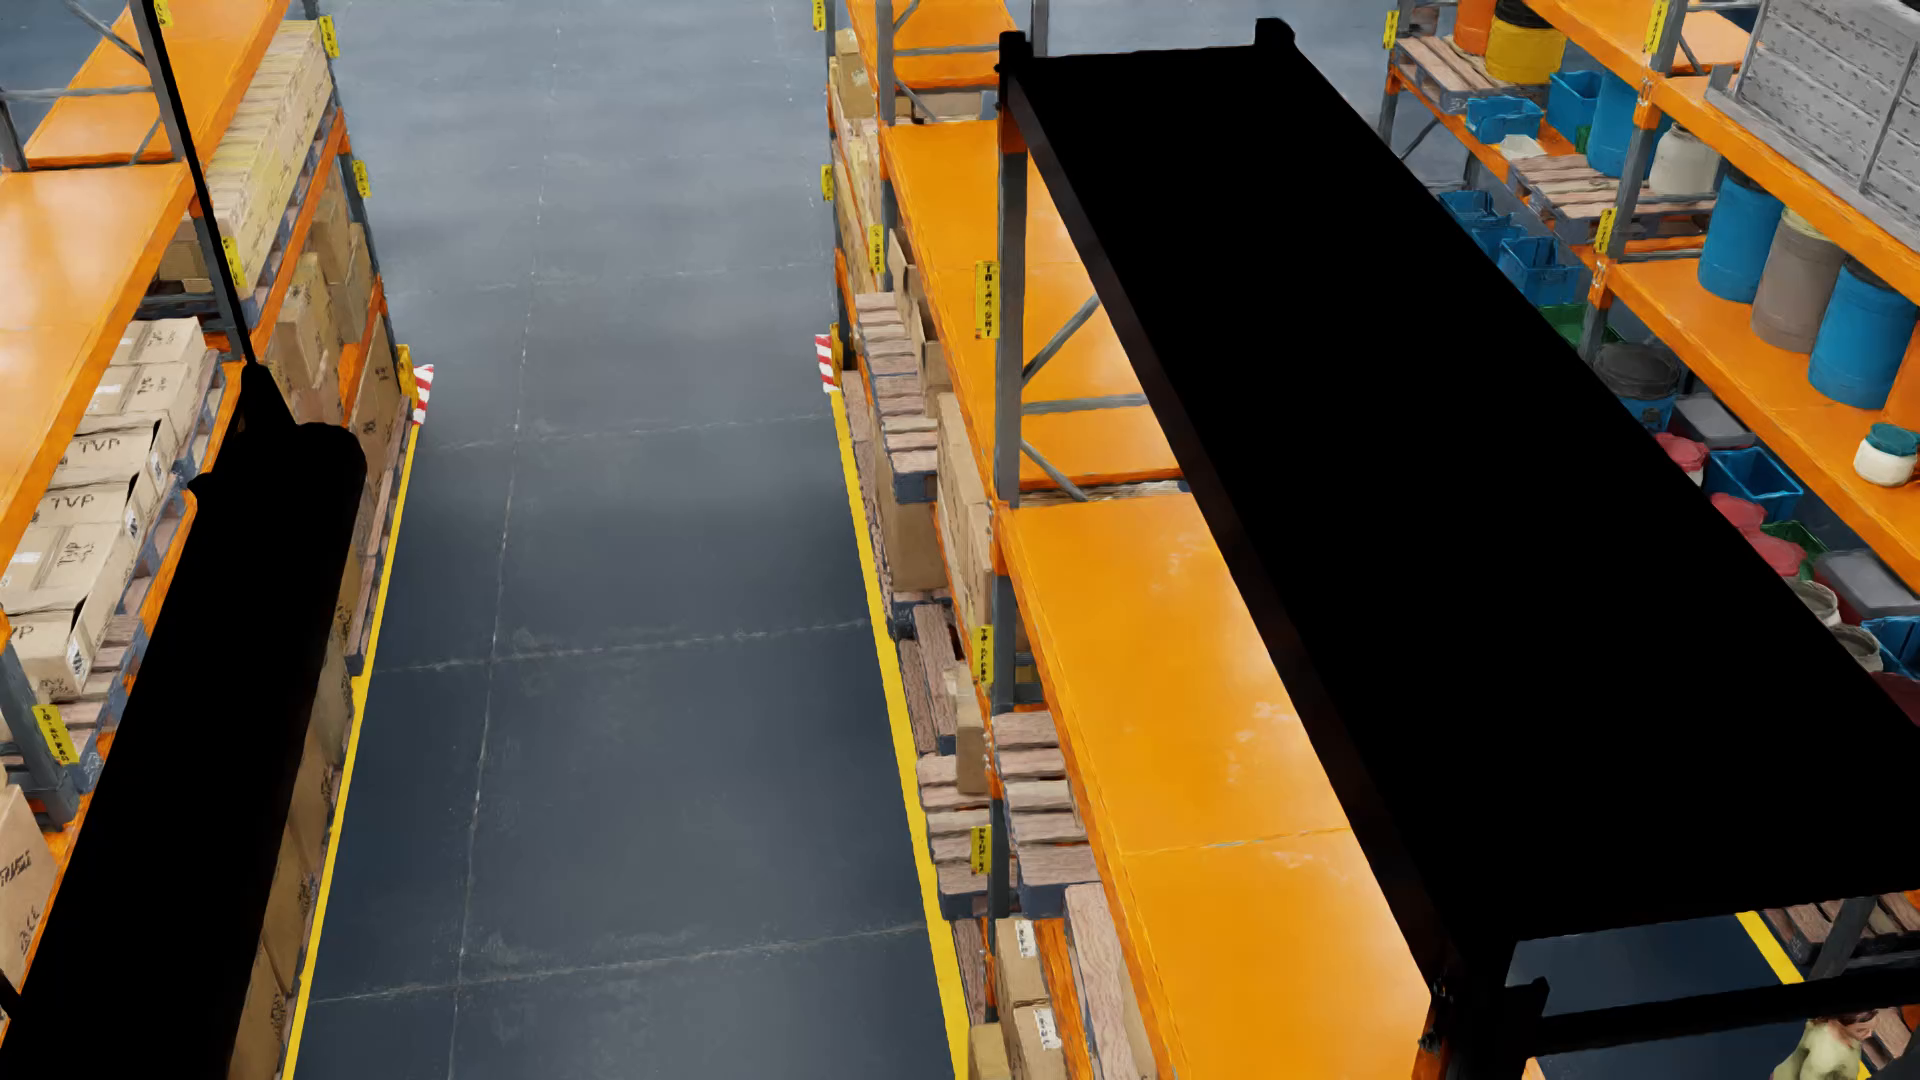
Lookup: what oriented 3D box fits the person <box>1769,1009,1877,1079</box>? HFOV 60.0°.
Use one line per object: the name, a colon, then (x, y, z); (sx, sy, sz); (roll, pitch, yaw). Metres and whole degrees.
person: (4.209, 2.787, 8.223); (0.569, 1.668, 0.560); (14, 39, 19)
